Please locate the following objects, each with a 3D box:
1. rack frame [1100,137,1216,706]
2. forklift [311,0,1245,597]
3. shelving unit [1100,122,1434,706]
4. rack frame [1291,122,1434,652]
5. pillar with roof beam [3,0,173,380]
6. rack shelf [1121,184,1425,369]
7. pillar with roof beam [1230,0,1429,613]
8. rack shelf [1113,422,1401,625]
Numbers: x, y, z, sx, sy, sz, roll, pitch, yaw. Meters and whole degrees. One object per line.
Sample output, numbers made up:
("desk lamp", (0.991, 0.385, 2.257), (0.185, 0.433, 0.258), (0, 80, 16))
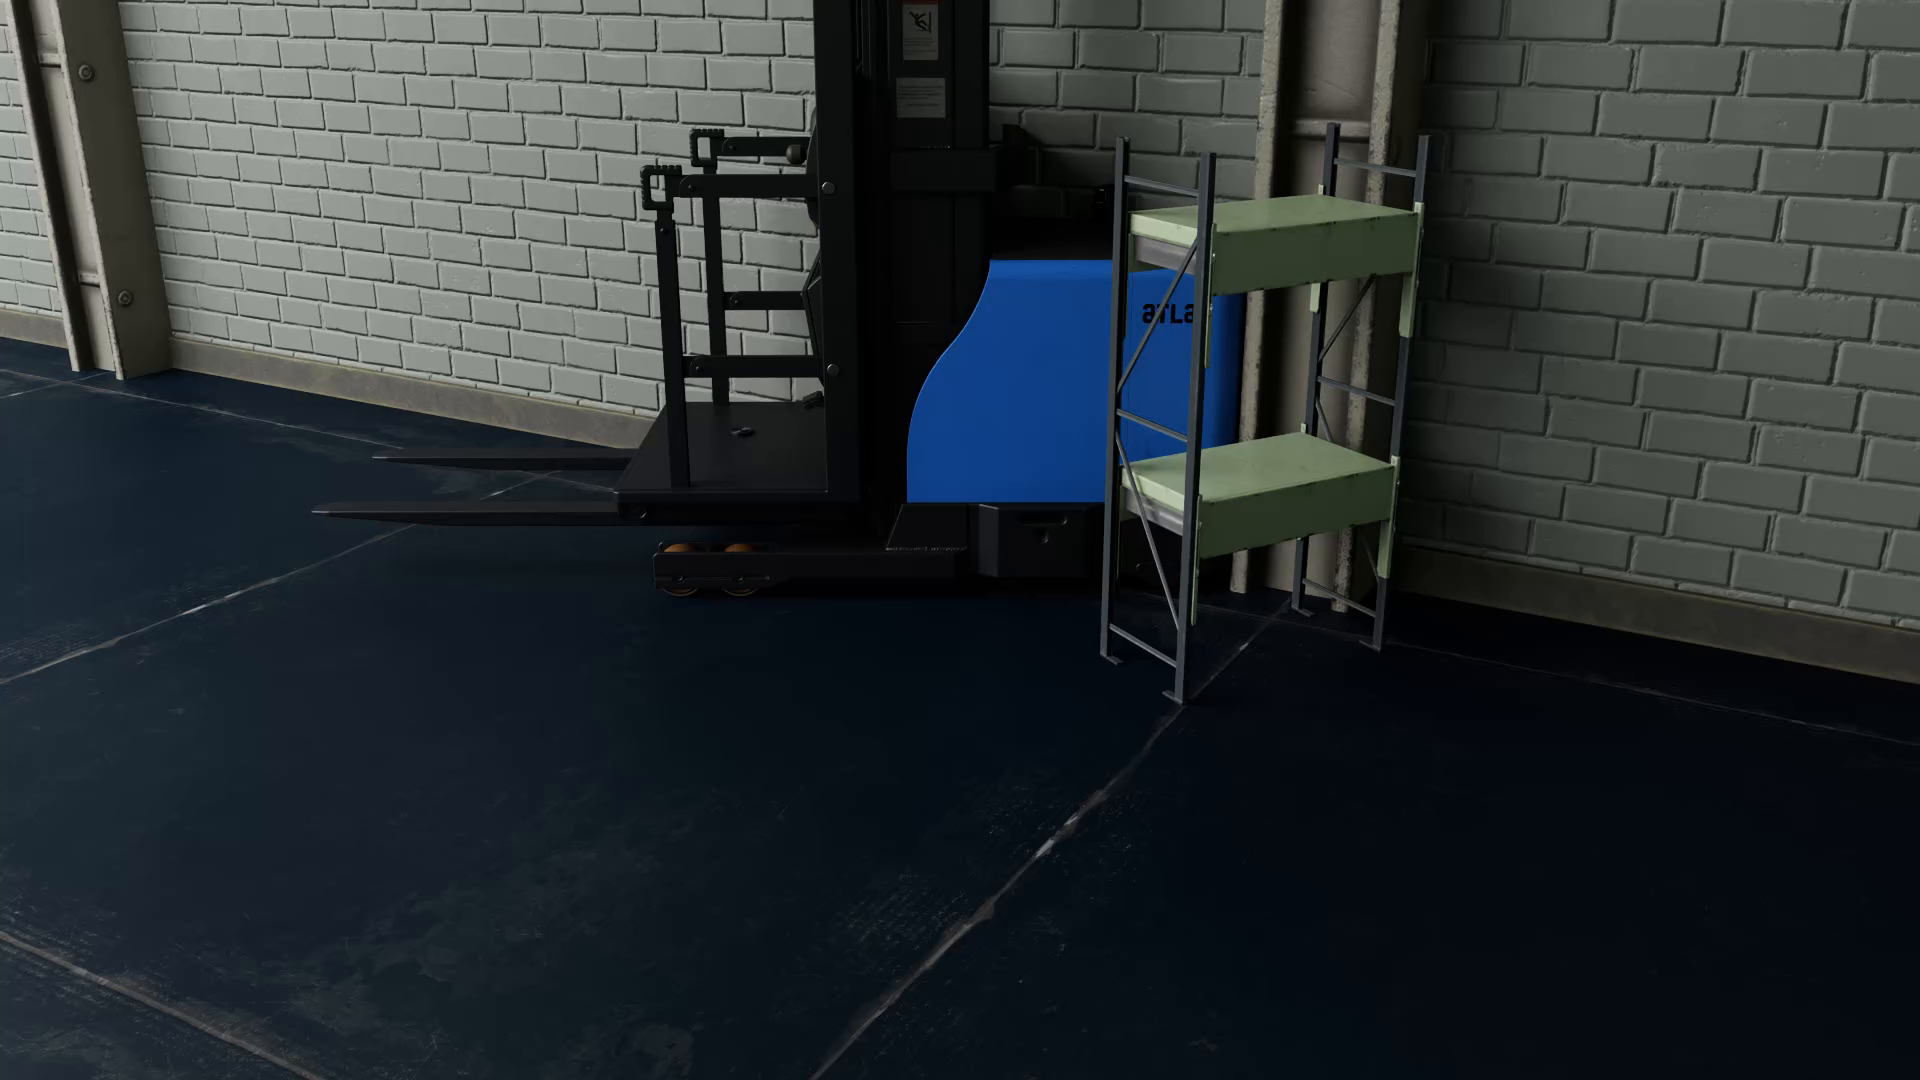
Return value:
("rack frame", (0.524, -0.307, 4.512), (0.023, 1.500, 0.400), (-11, 23, -28))
("forklift", (-0.623, -1.377, 5.362), (3.031, 2.935, 1.130), (0, 20, 0))
("shelving unit", (0.841, -0.369, 4.684), (0.755, 1.500, 0.431), (-11, 23, -28))
("rack frame", (1.158, -0.432, 4.855), (0.023, 1.500, 0.400), (-11, 23, -28))
("pillar with roof beam", (-6.213, -3.795, 3.131), (0.400, 9.000, 9.100), (11, 23, 27))
("rack shelf", (0.841, -0.736, 4.551), (0.720, 0.370, 0.431), (-11, 23, -28))
("pillar with roof beam", (-0.975, -2.797, 0.380), (0.400, 9.000, 9.100), (11, 23, 27))
("rack shelf", (0.841, -0.063, 4.795), (0.720, 0.370, 0.431), (-11, 23, -28))
